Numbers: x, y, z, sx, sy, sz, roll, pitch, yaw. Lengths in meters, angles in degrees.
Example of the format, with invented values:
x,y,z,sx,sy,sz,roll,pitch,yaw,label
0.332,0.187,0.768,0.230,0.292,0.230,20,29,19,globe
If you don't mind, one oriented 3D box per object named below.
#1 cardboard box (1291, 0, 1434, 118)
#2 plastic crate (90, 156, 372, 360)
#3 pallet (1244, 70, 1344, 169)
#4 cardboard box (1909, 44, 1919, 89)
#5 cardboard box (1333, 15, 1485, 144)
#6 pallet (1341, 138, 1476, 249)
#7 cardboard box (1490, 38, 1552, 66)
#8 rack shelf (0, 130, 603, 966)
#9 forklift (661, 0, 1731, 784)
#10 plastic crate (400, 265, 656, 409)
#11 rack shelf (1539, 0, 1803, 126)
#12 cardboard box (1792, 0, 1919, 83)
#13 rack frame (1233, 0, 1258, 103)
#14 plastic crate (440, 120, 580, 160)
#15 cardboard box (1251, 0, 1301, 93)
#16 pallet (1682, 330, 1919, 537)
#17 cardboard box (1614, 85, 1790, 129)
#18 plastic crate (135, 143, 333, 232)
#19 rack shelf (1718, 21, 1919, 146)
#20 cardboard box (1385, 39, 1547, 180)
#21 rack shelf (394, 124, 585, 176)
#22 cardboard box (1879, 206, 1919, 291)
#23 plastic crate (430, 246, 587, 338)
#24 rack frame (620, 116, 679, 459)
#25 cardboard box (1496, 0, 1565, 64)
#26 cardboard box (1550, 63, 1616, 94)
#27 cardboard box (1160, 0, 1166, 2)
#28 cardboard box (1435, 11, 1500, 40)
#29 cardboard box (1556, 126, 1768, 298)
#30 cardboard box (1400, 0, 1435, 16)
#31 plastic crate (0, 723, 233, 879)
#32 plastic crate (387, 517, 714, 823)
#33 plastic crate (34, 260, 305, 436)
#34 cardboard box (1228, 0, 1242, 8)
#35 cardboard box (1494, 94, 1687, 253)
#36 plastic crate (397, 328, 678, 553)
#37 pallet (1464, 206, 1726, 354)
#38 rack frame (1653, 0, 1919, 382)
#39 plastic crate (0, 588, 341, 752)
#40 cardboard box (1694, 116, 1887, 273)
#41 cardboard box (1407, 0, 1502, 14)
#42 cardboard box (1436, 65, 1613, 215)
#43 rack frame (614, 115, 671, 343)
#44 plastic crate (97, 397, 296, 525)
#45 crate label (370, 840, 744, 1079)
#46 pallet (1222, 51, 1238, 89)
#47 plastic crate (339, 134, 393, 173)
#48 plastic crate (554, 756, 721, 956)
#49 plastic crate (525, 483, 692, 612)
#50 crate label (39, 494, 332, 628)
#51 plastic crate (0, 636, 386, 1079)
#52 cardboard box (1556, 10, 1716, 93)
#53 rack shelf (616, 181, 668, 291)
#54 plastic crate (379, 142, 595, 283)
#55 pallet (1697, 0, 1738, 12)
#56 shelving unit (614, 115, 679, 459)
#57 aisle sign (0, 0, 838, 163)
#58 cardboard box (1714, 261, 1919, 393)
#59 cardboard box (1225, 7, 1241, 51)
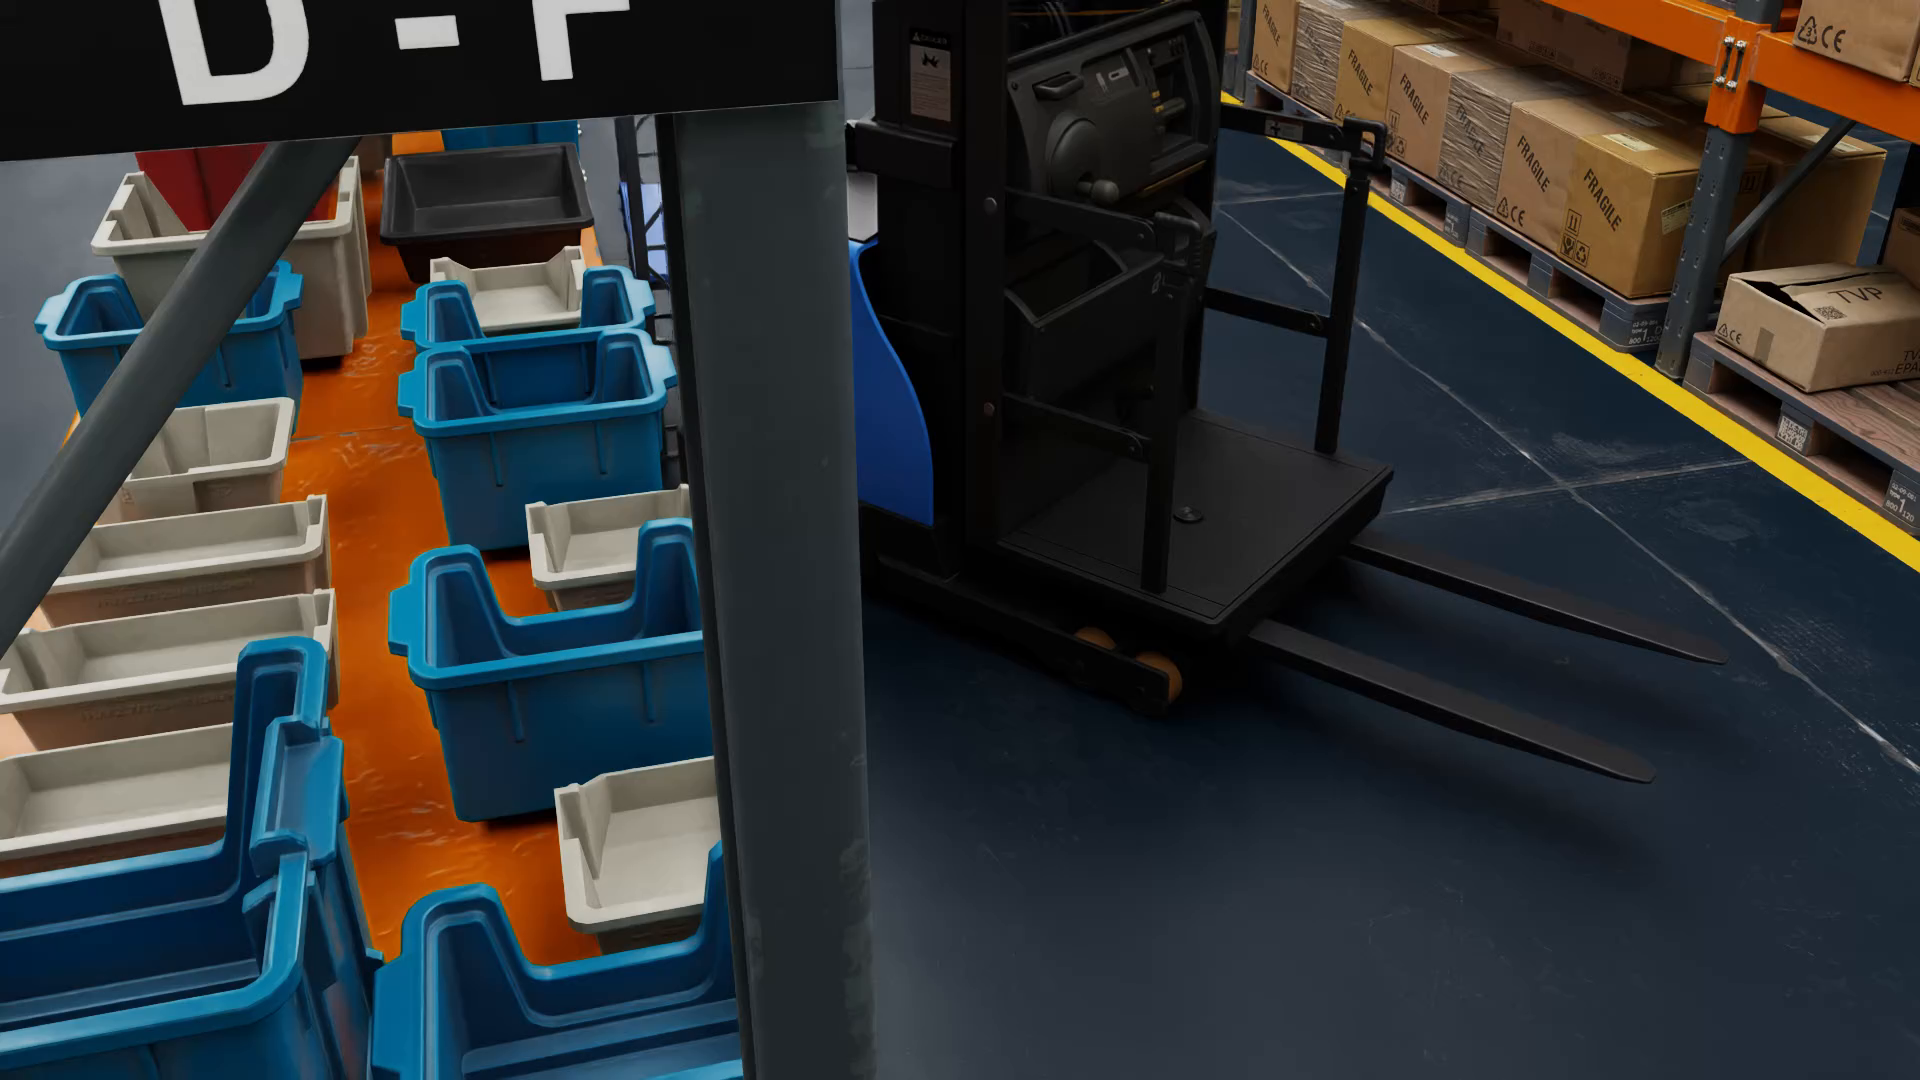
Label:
x,y,z,sx,sy,sz,roll,pitch,yaw,label
2.087,-2.522,8.669,0.500,0.500,0.500,-9,31,-15,cardboard box
-1.390,-0.547,3.260,0.437,0.282,0.530,-8,31,-13,plastic crate
2.259,-2.351,9.101,1.003,0.211,1.213,-8,31,-13,pallet
3.171,-1.505,4.757,0.500,0.500,0.500,-7,31,-12,cardboard box
2.215,-2.279,8.249,0.500,0.500,0.500,-8,31,-14,cardboard box
2.579,-1.763,8.085,1.003,0.211,1.213,-8,31,-13,pallet
2.854,-2.109,7.955,0.500,0.500,0.500,-9,31,-15,cardboard box
-1.087,-0.057,3.073,1.077,0.370,4.000,-8,31,-13,rack shelf
0.586,-1.105,4.233,3.031,2.935,1.130,21,36,31,forklift
-0.733,-0.300,2.881,0.416,0.233,0.300,-8,31,-13,plastic crate
2.628,-2.646,7.545,1.077,0.370,4.000,-8,31,-13,rack shelf
3.032,-1.752,5.183,0.500,0.500,0.500,-7,31,-12,cardboard box
2.097,-3.923,9.034,1.000,3.000,0.127,-8,31,-13,rack frame
-1.165,-1.173,4.239,0.392,0.384,0.575,-8,31,-13,plastic crate
1.943,-2.774,9.104,0.500,0.500,0.500,-7,31,-11,cardboard box
3.341,-0.453,5.821,1.003,0.211,1.213,-8,31,-13,pallet
3.113,-1.622,7.114,0.500,0.500,0.500,-7,31,-13,cardboard box
-1.622,-0.924,3.728,0.402,0.464,0.583,-8,31,-13,plastic crate
3.690,-0.714,4.207,1.077,0.370,4.000,-8,31,-13,rack shelf
2.359,-2.028,7.815,0.500,0.500,0.500,-9,31,-15,cardboard box
-2.148,-1.989,6.410,1.077,0.370,4.000,-8,31,-13,rack shelf
3.584,-0.862,5.802,0.500,0.500,0.500,-8,31,-13,cardboard box
-0.865,-0.445,3.228,0.293,0.136,0.466,-8,31,-13,plastic crate
-0.810,-0.964,5.417,0.500,1.500,0.032,-7,31,-11,rack frame
2.867,-2.416,7.737,0.500,0.250,0.500,-8,31,-14,cardboard box
2.988,-1.864,7.533,0.500,0.500,0.500,-7,31,-13,cardboard box
1.582,-3.385,10.430,0.500,0.250,0.500,-8,31,-14,cardboard box
2.709,-2.361,8.391,0.500,0.500,0.500,-9,31,-15,cardboard box
2.752,-1.300,6.558,0.500,0.500,0.500,-8,31,-14,cardboard box
2.572,-2.611,8.823,0.500,0.500,0.500,-7,31,-11,cardboard box
-0.947,0.316,1.914,0.396,0.136,0.243,-8,31,-13,plastic crate
-0.479,0.163,2.082,0.416,0.233,0.300,-8,31,-13,plastic crate
-1.348,-0.314,2.905,0.416,0.233,0.300,-8,31,-13,plastic crate
1.721,-3.378,9.857,0.500,0.311,0.500,-7,31,-12,cardboard box
2.629,-1.540,6.972,0.500,0.500,0.500,-8,31,-13,cardboard box
-0.653,-0.155,2.631,0.416,0.233,0.300,-8,31,-13,plastic crate
2.907,-1.172,7.065,1.003,0.211,1.213,-8,31,-13,pallet
3.159,-1.991,5.696,1.000,3.000,0.127,-8,31,-13,rack frame
-1.010,0.174,2.159,0.396,0.136,0.243,-8,31,-13,plastic crate
3.266,-1.366,6.672,0.500,0.500,0.500,-9,31,-16,cardboard box
2.591,-2.909,8.589,0.500,0.250,0.500,-7,31,-11,cardboard box
2.496,-1.782,7.391,0.500,0.500,0.500,-7,31,-13,cardboard box
-1.037,-1.460,6.275,0.500,1.500,0.032,-7,31,-11,rack frame
-1.204,-0.098,2.628,0.298,0.136,0.250,-8,31,-13,plastic crate
-0.304,0.481,1.532,0.416,0.233,0.303,-8,31,-13,crate label
1.917,-3.119,10.428,1.003,0.211,1.213,-8,31,-13,pallet
-1.632,-1.003,4.191,0.396,0.136,0.243,-8,31,-13,plastic crate
-0.309,0.357,1.843,0.250,0.136,0.298,-8,31,-13,plastic crate
-0.489,0.029,2.409,0.250,0.136,0.298,-8,31,-13,plastic crate
-1.107,0.043,2.385,0.396,0.136,0.243,-8,31,-13,crate label
-0.825,0.419,1.436,0.616,0.435,0.499,-8,31,-13,plastic crate
3.000,-2.173,7.318,0.500,0.250,0.500,-8,31,-13,cardboard box
-0.923,-1.056,5.936,0.538,0.185,1.000,-7,31,-11,rack shelf
-1.061,-0.737,3.743,0.437,0.125,0.590,-8,31,-13,plastic crate
3.052,-2.309,6.436,1.003,0.211,1.213,-8,31,-13,pallet
-0.923,-1.212,5.846,0.538,1.500,1.048,-7,31,-11,shelving unit
-0.250,-0.532,0.581,0.394,0.787,0.004,-8,31,-13,aisle sign
3.062,-0.787,5.860,0.500,0.311,0.500,-8,31,-13,cardboard box
1.723,-3.137,10.000,0.500,0.250,0.500,-7,31,-12,cardboard box
